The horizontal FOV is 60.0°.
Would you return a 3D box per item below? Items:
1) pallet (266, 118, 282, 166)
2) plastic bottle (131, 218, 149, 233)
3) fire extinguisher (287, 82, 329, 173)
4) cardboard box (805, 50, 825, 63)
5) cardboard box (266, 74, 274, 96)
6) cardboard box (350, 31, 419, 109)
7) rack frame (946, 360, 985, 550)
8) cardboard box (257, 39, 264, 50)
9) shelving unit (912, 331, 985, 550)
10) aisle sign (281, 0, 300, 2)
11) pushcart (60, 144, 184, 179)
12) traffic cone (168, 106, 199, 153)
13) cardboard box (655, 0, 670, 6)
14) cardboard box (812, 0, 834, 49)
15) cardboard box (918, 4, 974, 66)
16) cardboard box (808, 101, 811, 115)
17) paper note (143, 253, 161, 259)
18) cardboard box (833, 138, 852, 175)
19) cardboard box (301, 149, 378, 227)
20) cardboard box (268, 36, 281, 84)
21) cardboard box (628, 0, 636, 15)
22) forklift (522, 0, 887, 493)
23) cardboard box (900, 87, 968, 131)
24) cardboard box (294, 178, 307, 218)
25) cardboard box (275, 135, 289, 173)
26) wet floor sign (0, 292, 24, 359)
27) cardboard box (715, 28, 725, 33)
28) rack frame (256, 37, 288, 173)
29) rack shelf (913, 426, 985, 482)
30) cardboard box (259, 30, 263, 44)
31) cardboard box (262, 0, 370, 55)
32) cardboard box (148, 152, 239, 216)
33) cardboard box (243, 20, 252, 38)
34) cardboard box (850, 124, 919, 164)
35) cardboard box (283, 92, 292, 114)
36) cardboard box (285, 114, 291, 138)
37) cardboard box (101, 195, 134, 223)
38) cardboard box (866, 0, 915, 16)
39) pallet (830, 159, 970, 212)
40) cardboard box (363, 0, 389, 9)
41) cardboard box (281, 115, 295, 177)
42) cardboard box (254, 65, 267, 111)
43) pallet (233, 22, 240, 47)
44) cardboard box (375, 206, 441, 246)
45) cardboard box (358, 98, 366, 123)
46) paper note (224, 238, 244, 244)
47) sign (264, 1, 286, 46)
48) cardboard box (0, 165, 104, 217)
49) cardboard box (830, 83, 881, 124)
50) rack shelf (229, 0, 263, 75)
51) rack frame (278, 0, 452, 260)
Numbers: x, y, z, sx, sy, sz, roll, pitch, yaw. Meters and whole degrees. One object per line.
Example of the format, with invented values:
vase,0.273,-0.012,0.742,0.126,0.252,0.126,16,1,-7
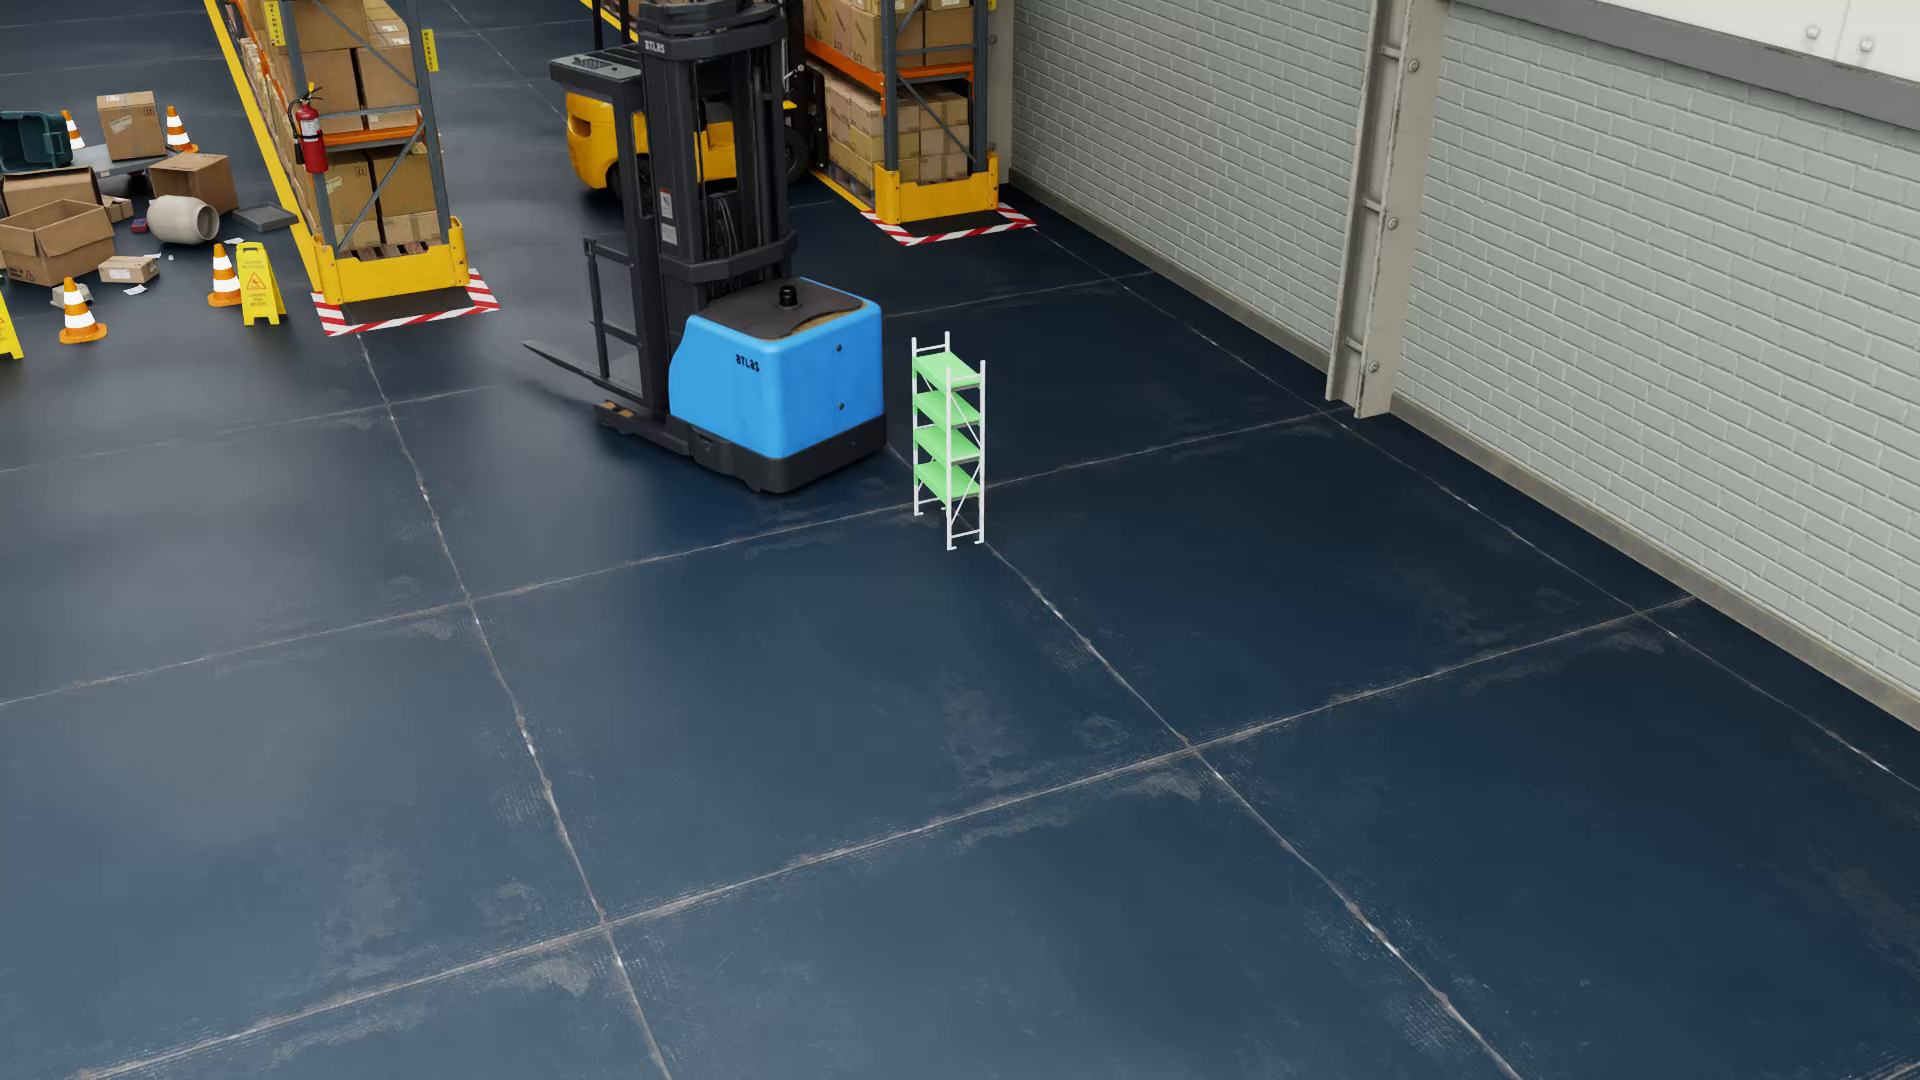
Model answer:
pallet,-6.758,-4.288,17.654,1.003,0.211,1.213,-13,32,-22
plastic bottle,-7.562,-2.915,15.360,0.133,0.061,0.283,-8,30,-13
fire extinguisher,-5.072,-3.213,12.965,0.296,0.674,0.183,-13,32,-22
cardboard box,-1.583,-4.900,17.254,0.500,0.250,0.500,-12,31,-20
cardboard box,-6.414,-4.370,15.901,0.380,0.149,0.250,-13,32,-21
cardboard box,-4.658,-3.835,13.588,0.500,0.500,0.500,-14,32,-23
rack frame,0.034,-0.489,9.868,0.240,1.200,0.015,-13,32,-22
cardboard box,-6.577,-4.845,16.053,0.380,0.149,0.250,-13,32,-22
shelving unit,-0.071,-0.596,10.060,0.258,1.200,0.503,-13,32,-22
aisle sign,-4.941,-4.440,12.415,0.394,0.787,0.004,-13,32,-22
pushcart,-8.460,-3.516,16.108,0.936,0.377,1.648,26,38,38
traffic cone,-8.219,-4.308,17.433,0.336,0.463,0.334,-13,32,-22
cardboard box,-3.403,-6.841,21.354,0.875,0.625,0.625,-12,31,-20
cardboard box,-1.107,-5.101,16.151,0.500,0.500,0.500,-14,32,-23
cardboard box,-0.186,-4.759,15.540,0.500,0.500,0.500,-12,31,-20
cardboard box,-1.373,-4.458,16.978,0.500,0.250,0.500,-13,32,-22
paper note,-7.138,-2.500,14.662,0.148,0.019,0.142,-3,29,-5
cardboard box,-0.916,-3.785,16.287,0.500,0.250,0.500,-13,32,-22
cardboard box,-5.285,-3.004,14.129,0.500,0.500,0.500,-13,32,-22
cardboard box,-5.610,-4.193,14.227,0.500,0.500,0.500,-13,32,-22
cardboard box,-4.239,-7.430,22.532,0.500,0.500,0.500,-14,32,-23
forklift,-1.922,-2.181,11.115,3.031,2.935,1.130,24,37,36
cardboard box,-0.259,-4.110,15.845,0.500,0.250,0.500,-14,32,-23
cardboard box,-5.740,-3.139,15.136,0.500,0.250,0.500,-14,32,-24
cardboard box,-6.413,-3.827,16.364,0.500,0.250,0.500,-15,32,-24
wet floor sign,-7.332,-1.686,12.570,0.267,0.644,0.232,-19,35,-30
cardboard box,-2.502,-5.925,19.720,0.875,0.625,0.625,-13,32,-22
rack frame,-6.423,-5.161,16.360,1.000,3.000,0.127,-13,32,-22
rack shelf,-0.071,-0.541,10.091,0.258,0.148,0.480,-13,32,-22
cardboard box,-6.249,-4.865,15.425,0.500,0.500,0.500,-13,32,-22
cardboard box,-5.122,-4.183,13.188,0.700,0.500,0.500,-14,32,-23
cardboard box,-7.192,-3.313,15.617,0.500,0.500,0.500,7,30,13
cardboard box,-8.361,-6.507,20.503,0.875,0.875,0.875,-13,32,-22
cardboard box,-0.715,-3.789,15.784,0.500,0.250,0.500,-14,32,-23
cardboard box,-5.497,-3.718,14.044,0.380,0.149,0.250,-13,32,-21
cardboard box,-5.720,-3.664,14.641,0.380,0.149,0.250,-12,31,-20
cardboard box,-8.011,-3.158,15.583,0.396,0.266,0.258,13,32,21
cardboard box,-0.626,-4.859,15.055,0.380,0.149,0.250,-13,32,-21
pallet,-0.590,-3.551,16.339,1.003,0.211,1.213,-13,32,-22
cardboard box,-5.329,-4.511,14.794,0.500,0.500,0.500,-14,32,-23
cardboard box,-5.952,-3.691,15.354,0.500,0.500,0.500,-11,31,-19
cardboard box,-7.262,-5.053,18.424,0.950,0.372,0.625,-12,31,-20
pallet,-8.930,-6.614,21.802,1.003,0.211,1.213,-13,32,-22
cardboard box,-4.802,-2.792,14.517,0.500,0.250,0.500,-13,32,-22
cardboard box,-4.786,-3.586,13.809,0.380,0.149,0.250,-13,32,-21
paper note,-6.550,-2.705,15.015,0.148,0.019,0.142,26,38,38
sign,-5.215,-3.929,12.656,0.100,0.325,0.005,-13,32,-22
cardboard box,-8.155,-3.020,14.955,0.797,0.637,0.503,-13,32,-22
cardboard box,-0.928,-4.220,16.041,0.500,0.250,0.500,-12,32,-21
rack shelf,-7.281,-5.731,18.111,1.077,0.370,4.000,-13,32,-22
rack frame,-4.705,-3.394,13.209,1.000,3.000,0.127,-13,32,-22
